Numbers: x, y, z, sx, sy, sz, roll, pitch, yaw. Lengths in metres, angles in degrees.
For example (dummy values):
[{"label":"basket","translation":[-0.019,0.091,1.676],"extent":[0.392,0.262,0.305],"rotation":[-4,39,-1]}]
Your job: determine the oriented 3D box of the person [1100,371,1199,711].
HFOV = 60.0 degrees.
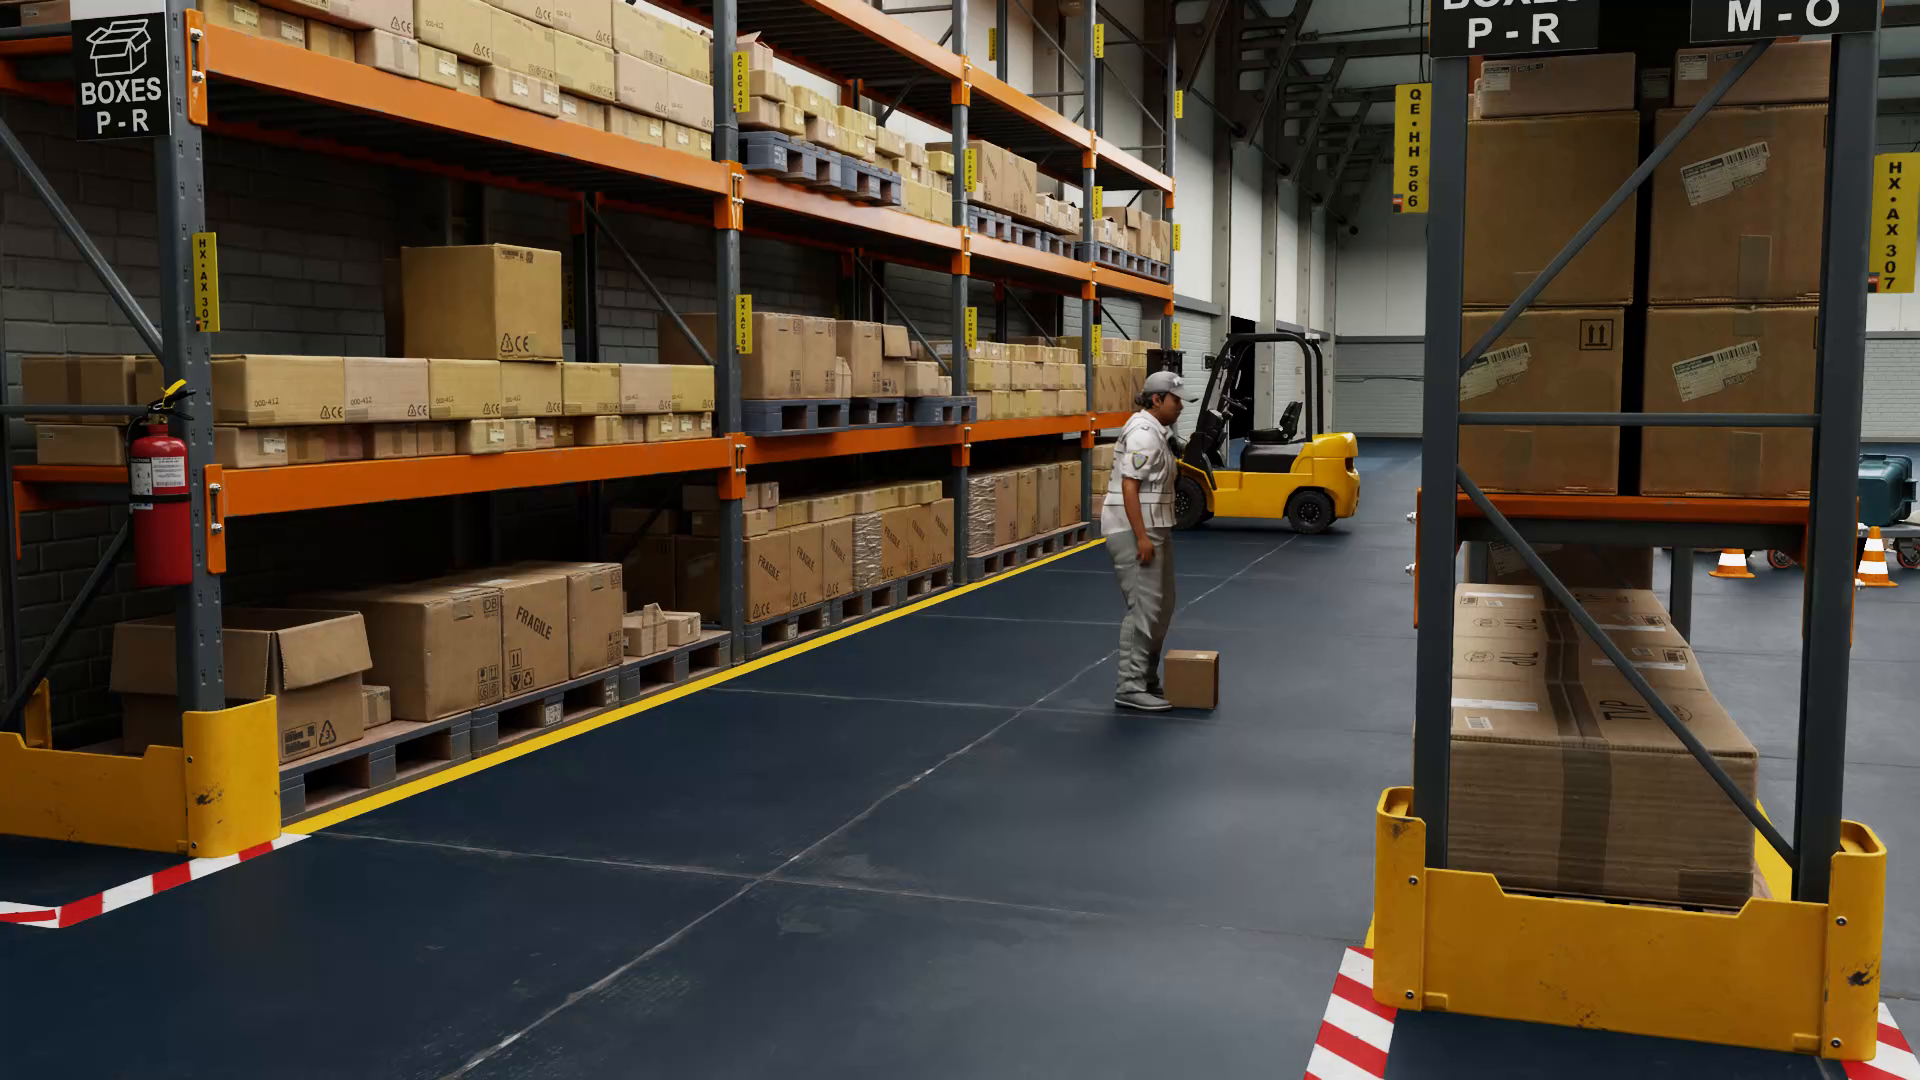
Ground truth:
[{"label":"person","translation":[0.959,-0.012,8.339],"extent":[0.454,1.666,0.541],"rotation":[2,6,19]}]
